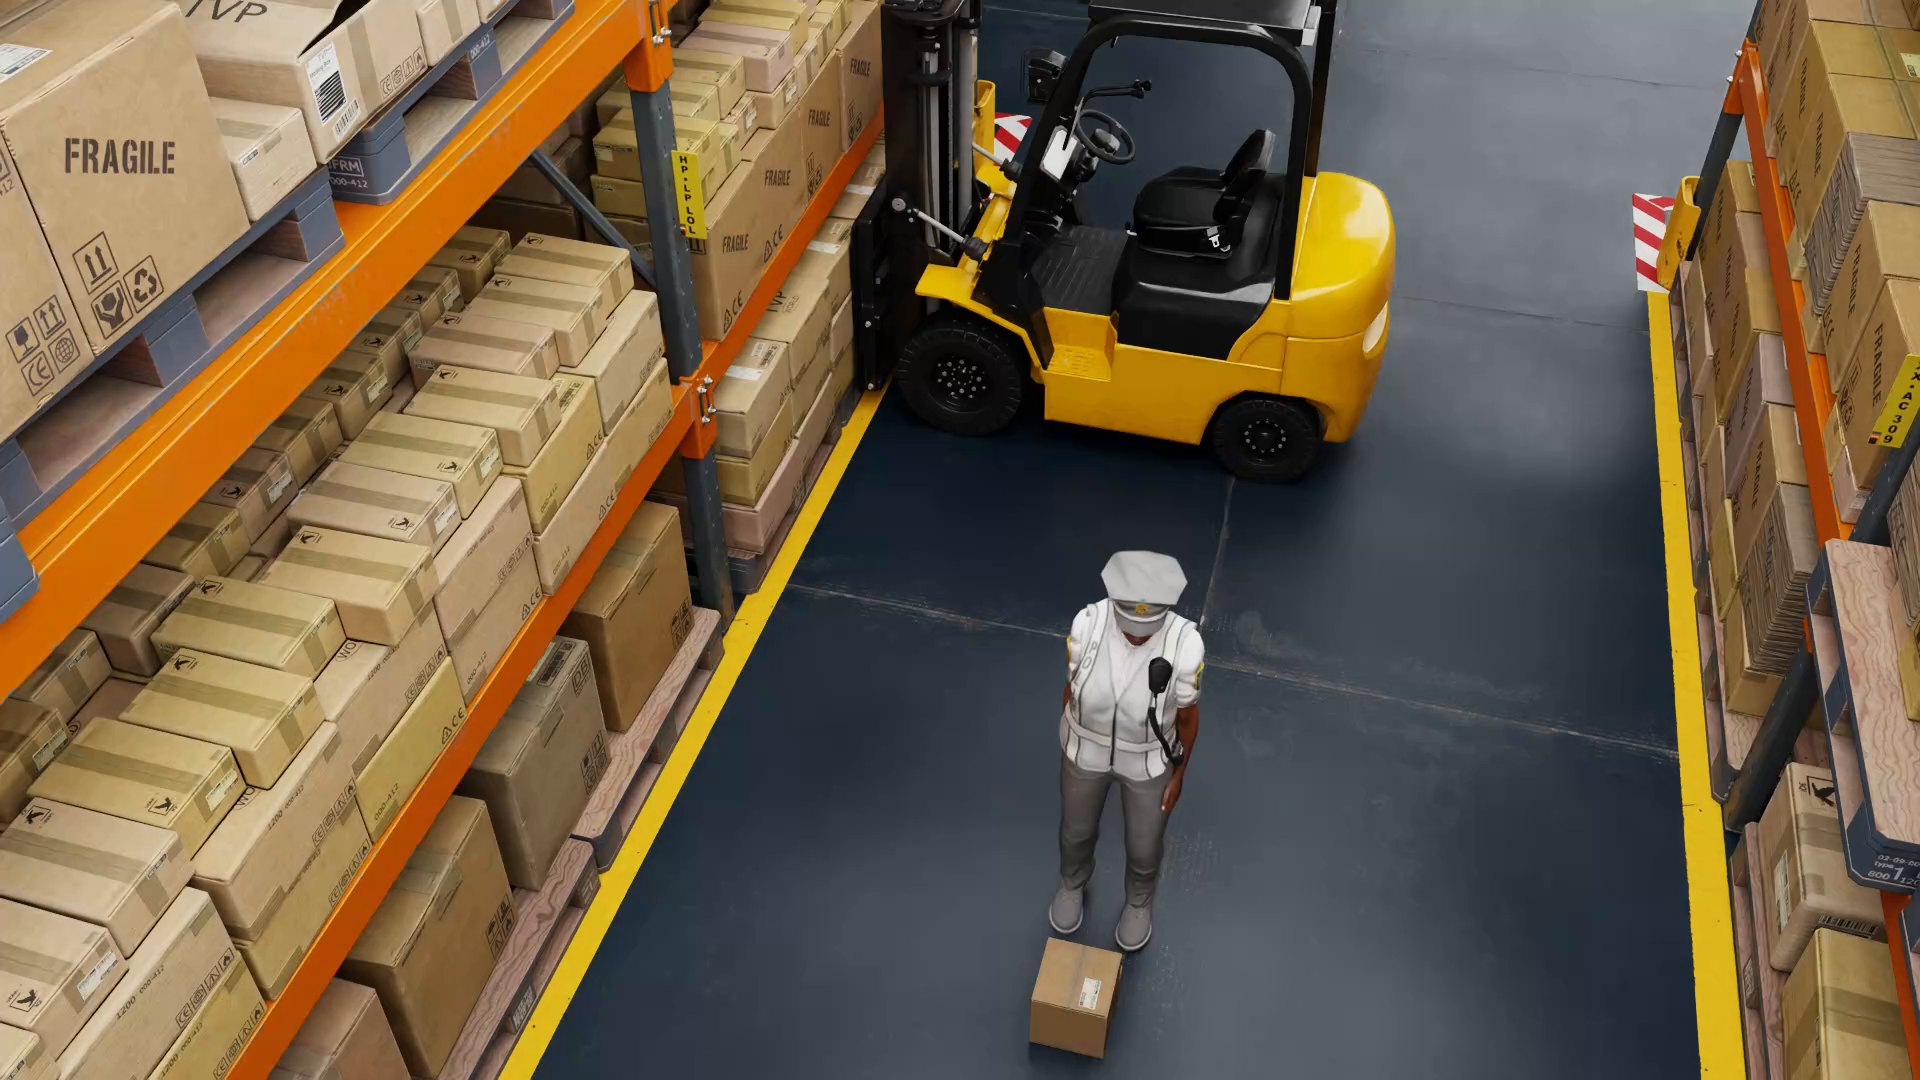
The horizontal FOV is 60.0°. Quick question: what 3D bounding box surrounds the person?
[{"bbox_3d":[0.532,0.702,5.370,0.439,1.659,0.339,11,42,12],"label":"person"}]
